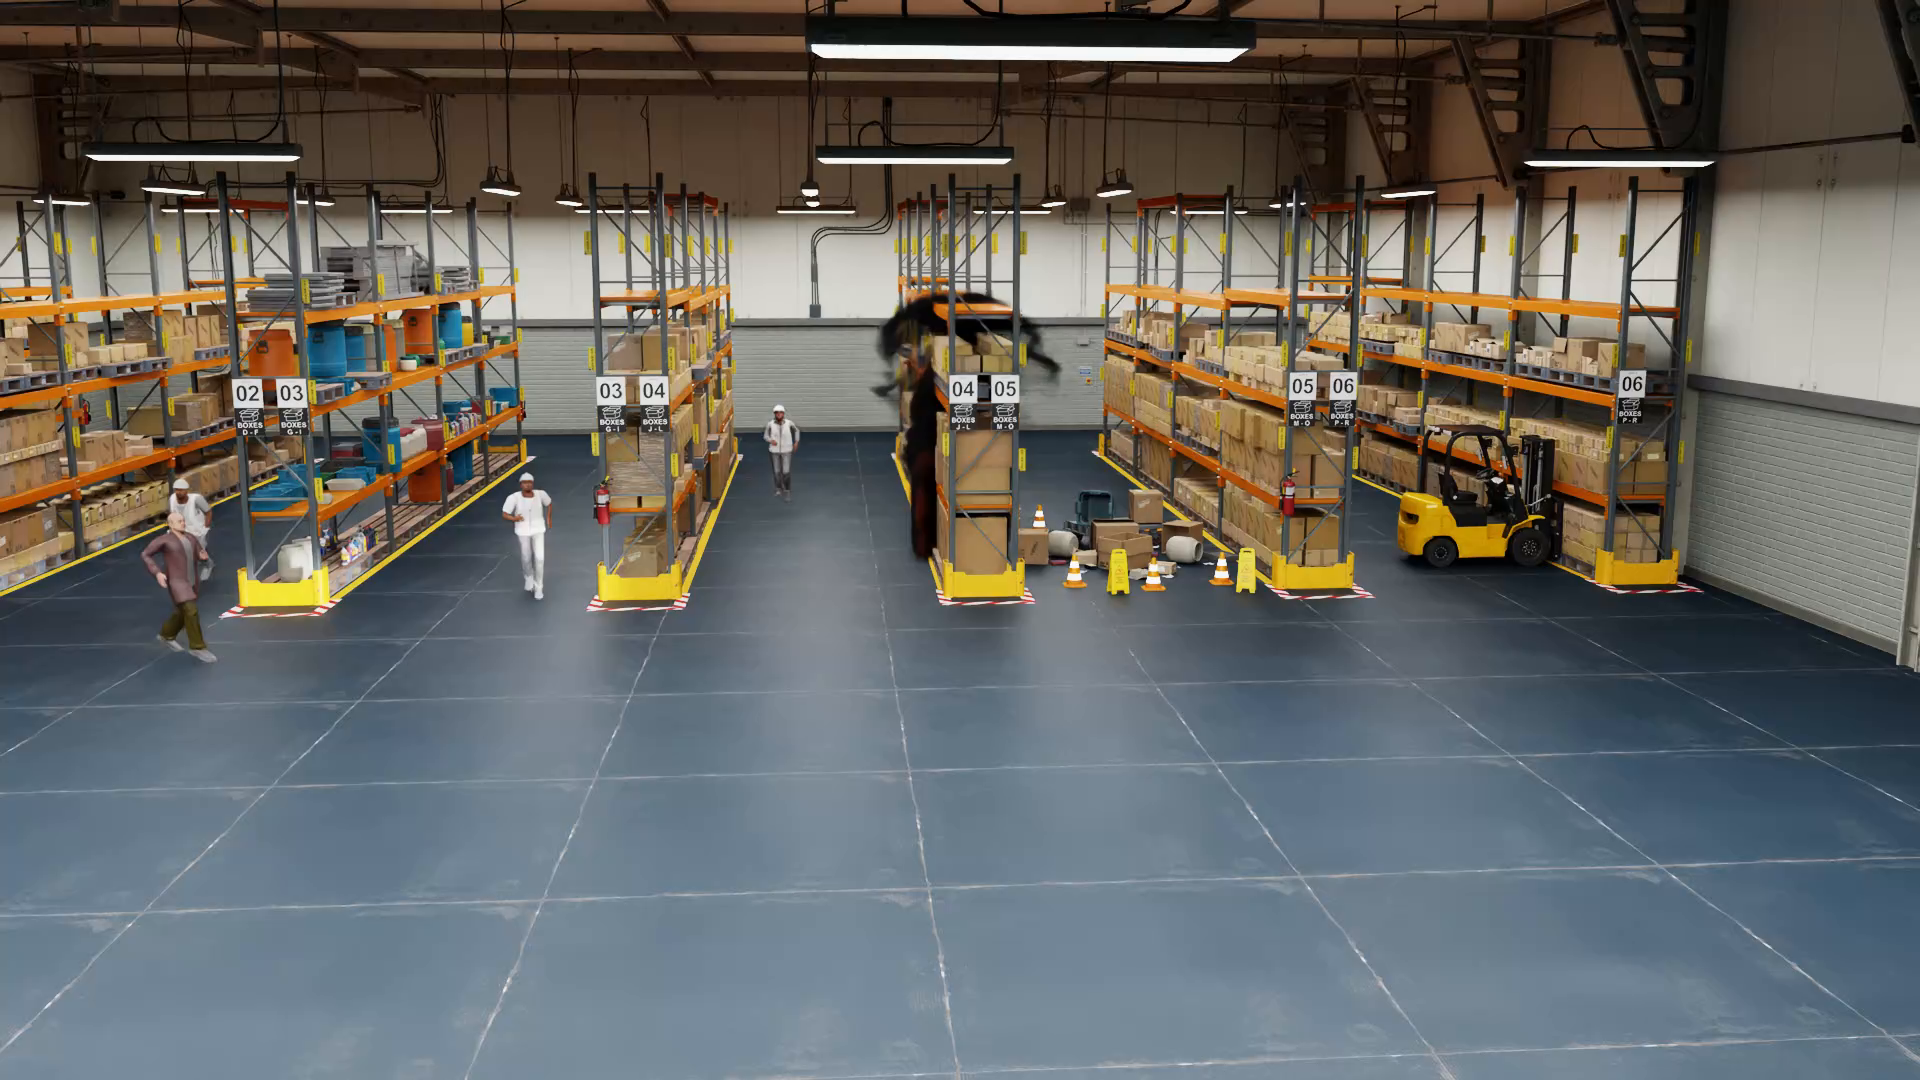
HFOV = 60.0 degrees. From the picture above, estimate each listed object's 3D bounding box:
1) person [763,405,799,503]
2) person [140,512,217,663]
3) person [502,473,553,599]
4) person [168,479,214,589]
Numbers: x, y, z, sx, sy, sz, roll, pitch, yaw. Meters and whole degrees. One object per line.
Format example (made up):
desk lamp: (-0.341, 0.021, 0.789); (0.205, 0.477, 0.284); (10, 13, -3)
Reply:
person: (-3.368, -1.622, 31.385); (0.677, 1.859, 0.700); (-1, 10, -5)
person: (-9.504, 0.559, 20.307); (0.984, 1.811, 0.689); (3, 10, 16)
person: (-6.239, -0.061, 24.065); (0.728, 1.852, 0.737); (-3, 11, -18)
person: (-11.243, -0.093, 24.435); (0.663, 1.711, 0.943); (0, 10, 0)
